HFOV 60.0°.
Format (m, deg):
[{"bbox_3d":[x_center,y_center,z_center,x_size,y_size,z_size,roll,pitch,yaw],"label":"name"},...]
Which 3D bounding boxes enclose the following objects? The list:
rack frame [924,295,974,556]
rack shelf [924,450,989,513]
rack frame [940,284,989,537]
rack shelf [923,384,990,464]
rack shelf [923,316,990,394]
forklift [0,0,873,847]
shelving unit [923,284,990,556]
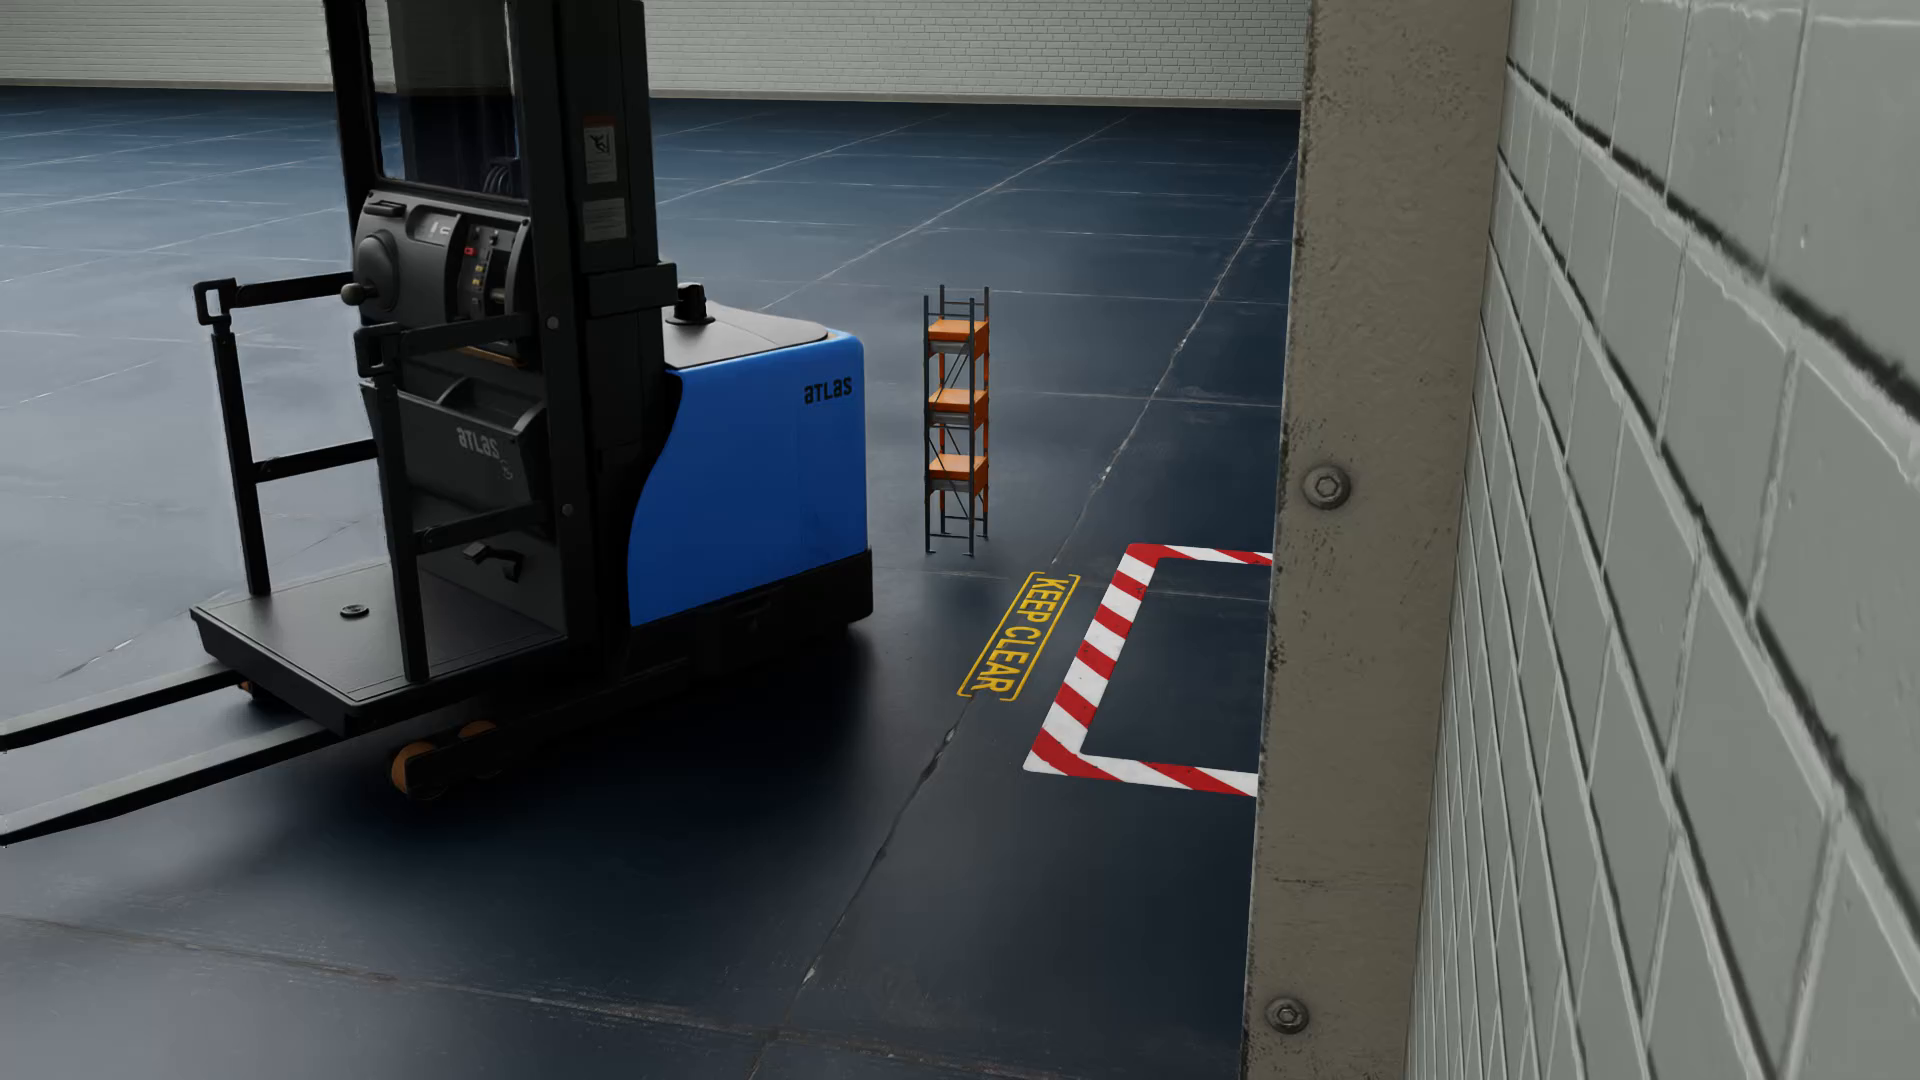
[{"bbox_3d":[-0.043,-0.442,6.581,0.200,1.050,0.008,5,19,13],"label":"rack frame"},{"bbox_3d":[-0.013,-0.207,6.786,0.215,0.259,0.240,5,19,13],"label":"rack shelf"},{"bbox_3d":[0.017,-0.518,6.805,0.200,1.050,0.008,5,19,13],"label":"rack frame"},{"bbox_3d":[-0.013,-0.470,6.696,0.215,0.259,0.240,5,19,13],"label":"rack shelf"},{"bbox_3d":[-0.013,-0.739,6.605,0.215,0.259,0.240,5,19,13],"label":"rack shelf"},{"bbox_3d":[-1.695,-0.830,4.807,1.130,2.935,3.031,17,25,41],"label":"forklift"},{"bbox_3d":[-0.013,-0.480,6.693,0.215,1.050,0.252,5,19,13],"label":"shelving unit"}]
